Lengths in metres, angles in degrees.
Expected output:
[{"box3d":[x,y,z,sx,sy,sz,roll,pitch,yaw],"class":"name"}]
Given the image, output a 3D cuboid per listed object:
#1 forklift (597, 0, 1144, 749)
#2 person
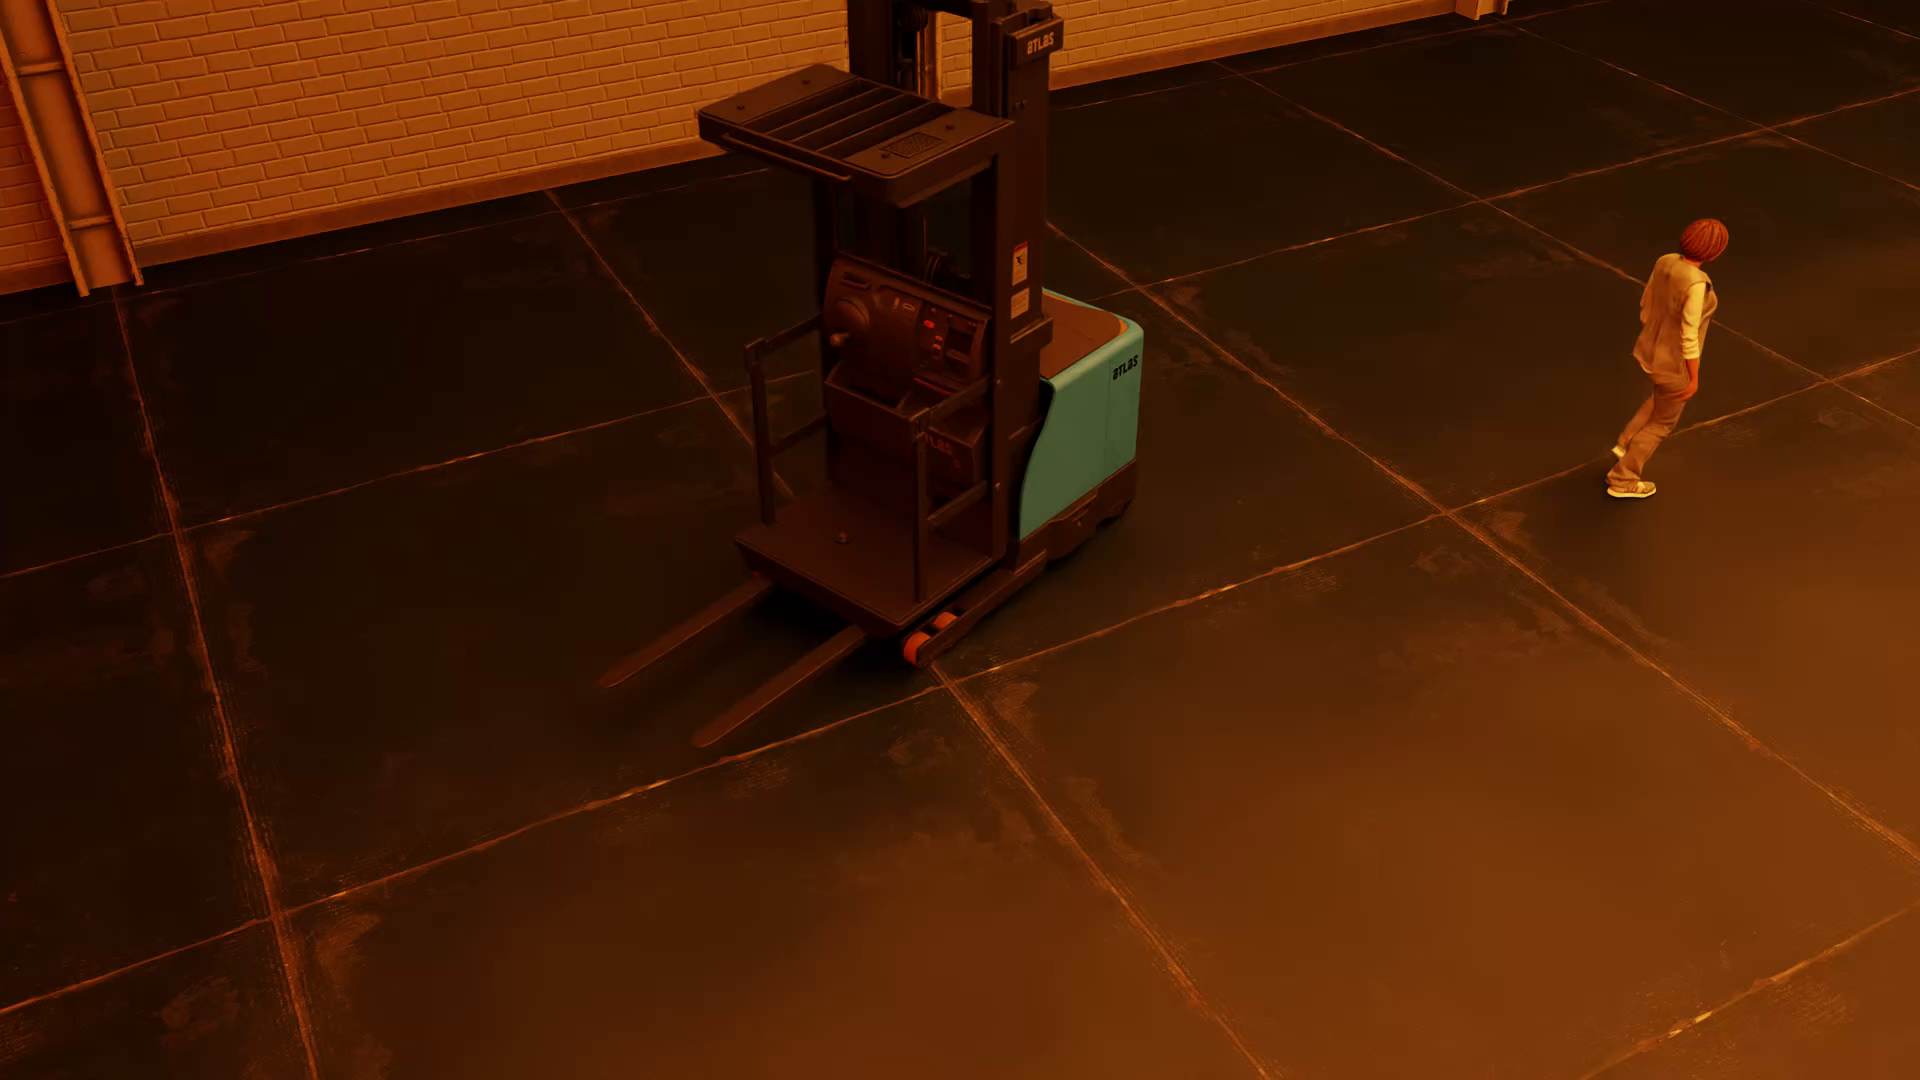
[{"box3d":[-0.390,-0.927,7.434,1.130,2.935,3.031,26,43,31],"class":"forklift"},{"box3d":[3.693,-0.929,8.621,0.445,1.589,0.518,-6,36,-8],"class":"person"}]
